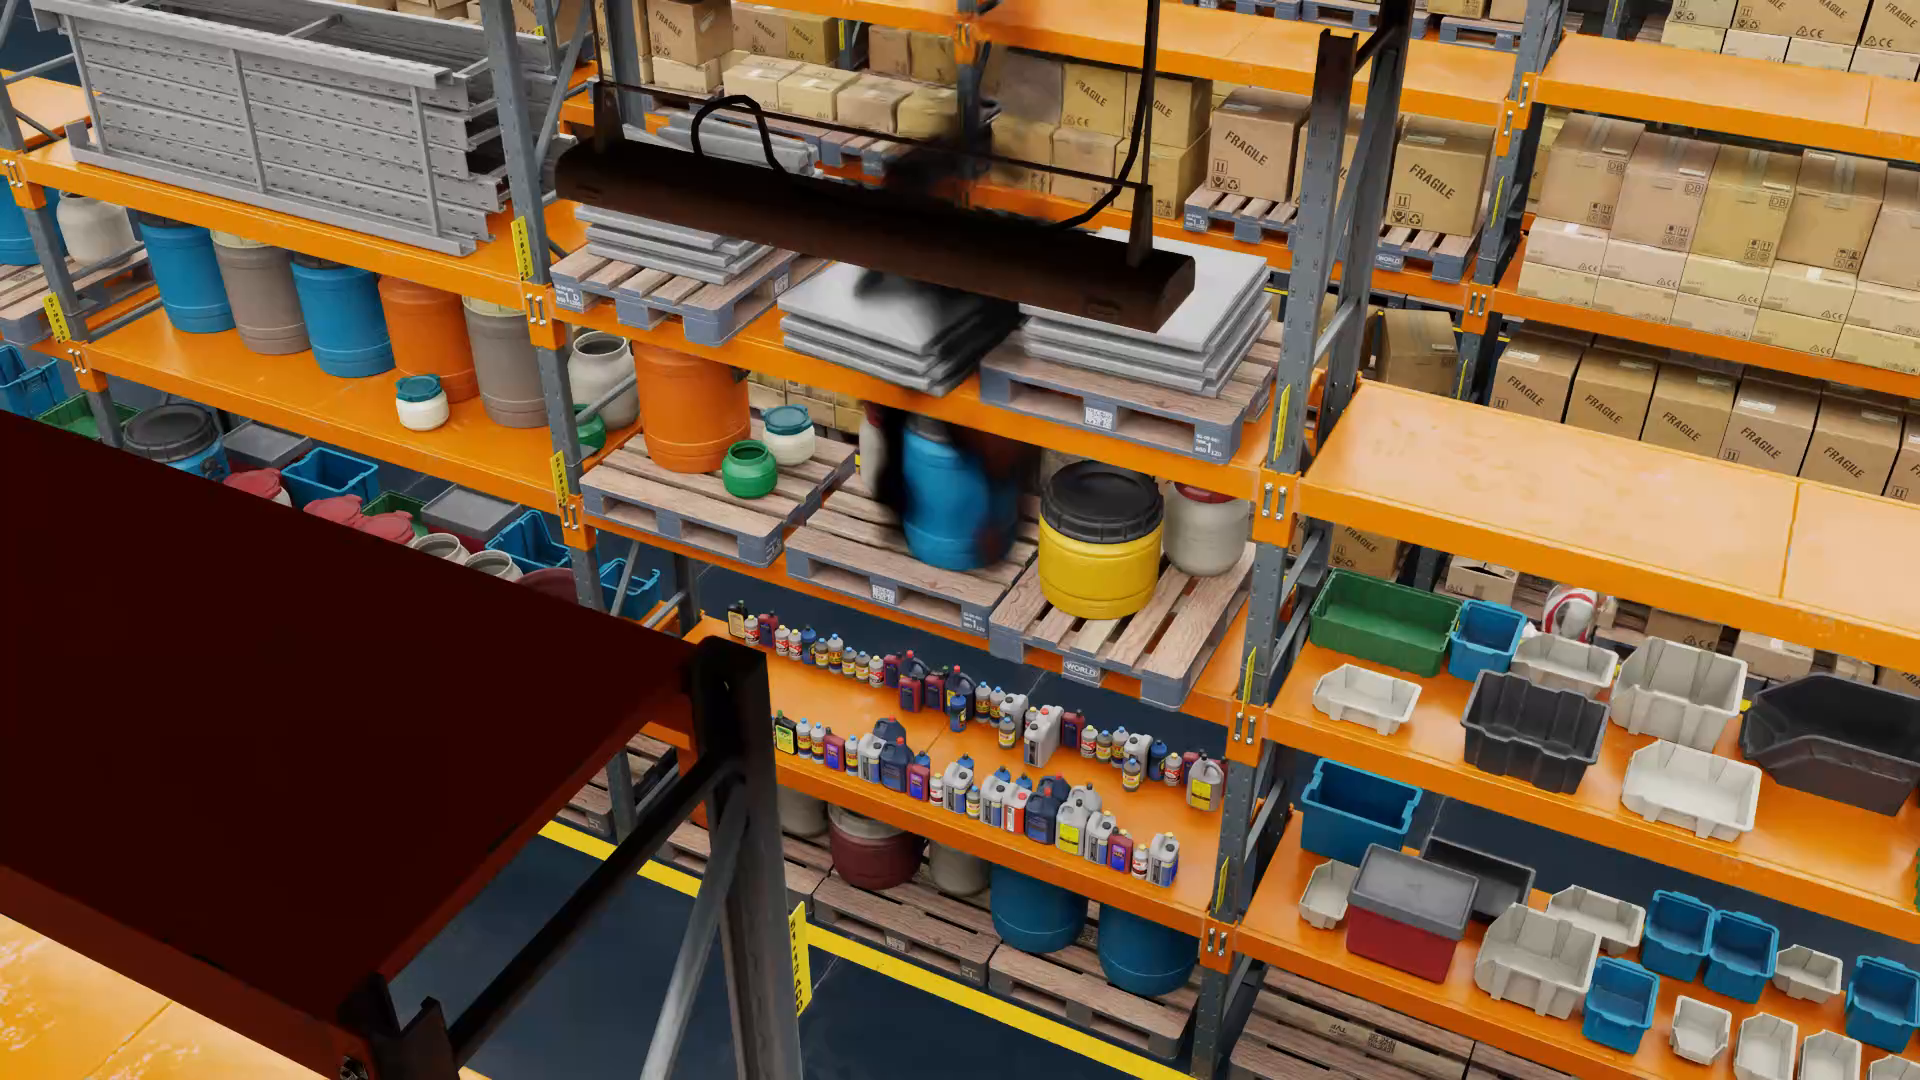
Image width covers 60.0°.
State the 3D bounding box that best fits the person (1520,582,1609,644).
[{"bbox_3d":[3.926,0.735,11.065,0.610,1.760,0.642,10,36,14],"label":"person"}]
